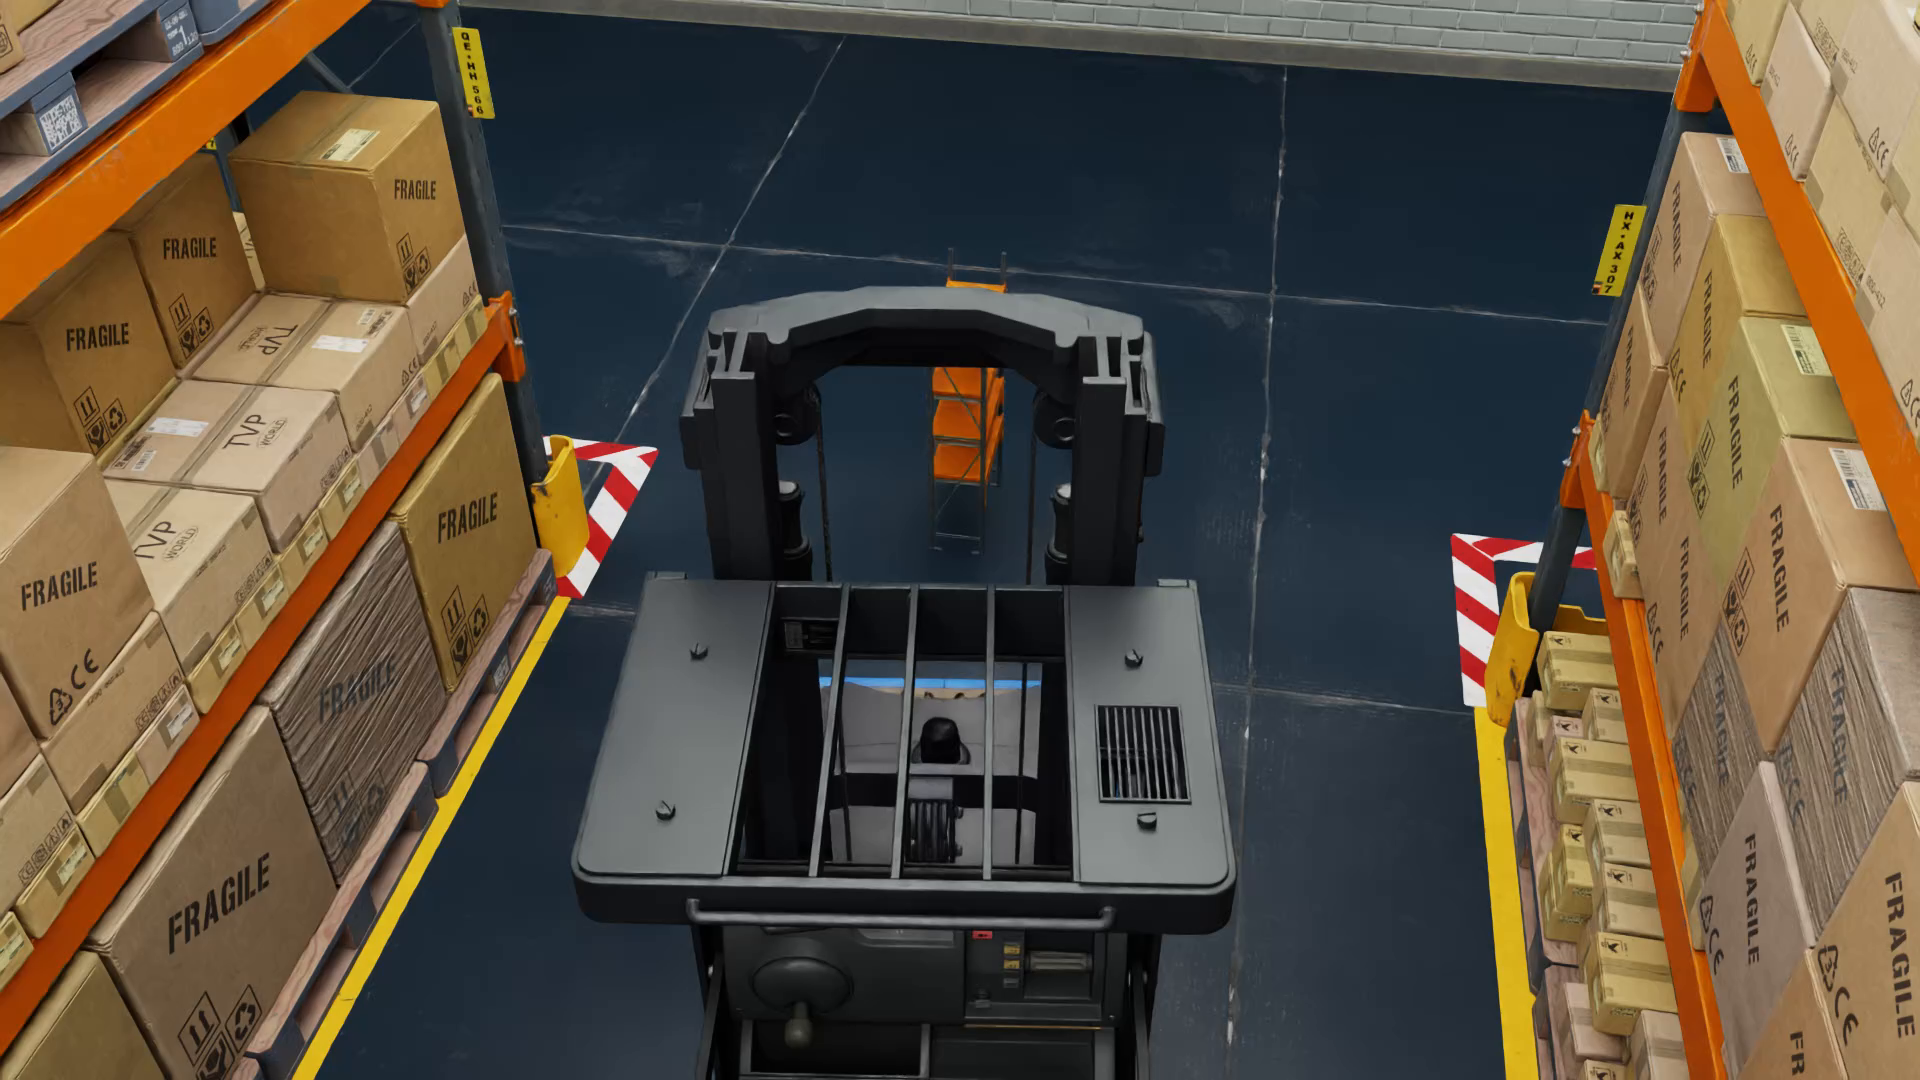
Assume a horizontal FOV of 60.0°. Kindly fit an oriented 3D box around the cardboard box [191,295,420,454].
[{"bbox_3d":[-2.127,-0.549,5.444,0.500,0.250,0.500,6,40,7],"label":"cardboard box"}]

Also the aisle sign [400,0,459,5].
[{"bbox_3d":[-1.908,-2.158,5.466,0.394,0.787,0.004,6,40,8],"label":"aisle sign"}]

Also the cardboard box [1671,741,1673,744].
[{"bbox_3d":[2.118,0.555,4.422,0.380,0.149,0.250,6,40,7],"label":"cardboard box"}]

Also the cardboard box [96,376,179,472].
[{"bbox_3d":[-2.739,-0.287,5.128,0.500,0.250,0.500,5,40,6],"label":"cardboard box"}]

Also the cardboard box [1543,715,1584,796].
[{"bbox_3d":[2.205,0.755,5.657,0.380,0.149,0.250,6,40,7],"label":"cardboard box"}]

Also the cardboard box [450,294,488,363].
[{"bbox_3d":[-1.954,-0.787,6.045,0.380,0.149,0.250,7,40,9],"label":"cardboard box"}]

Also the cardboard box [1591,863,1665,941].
[{"bbox_3d":[2.108,1.134,4.966,0.380,0.149,0.250,8,40,9],"label":"cardboard box"}]

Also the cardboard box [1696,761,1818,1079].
[{"bbox_3d":[1.943,0.851,3.554,0.500,0.500,0.500,6,40,7],"label":"cardboard box"}]

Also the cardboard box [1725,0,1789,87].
[{"bbox_3d":[2.322,-1.378,4.327,0.500,0.250,0.500,8,40,9],"label":"cardboard box"}]

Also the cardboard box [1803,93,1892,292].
[{"bbox_3d":[2.150,-0.723,3.535,0.500,0.250,0.500,5,40,6],"label":"cardboard box"}]

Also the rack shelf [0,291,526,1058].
[{"bbox_3d":[-2.562,0.389,4.991,1.077,0.370,4.000,6,40,8],"label":"rack shelf"}]

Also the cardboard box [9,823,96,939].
[{"bbox_3d":[-2.395,0.819,4.103,0.380,0.149,0.250,5,40,6],"label":"cardboard box"}]

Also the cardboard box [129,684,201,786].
[{"bbox_3d":[-2.306,0.501,4.487,0.380,0.149,0.250,7,40,8],"label":"cardboard box"}]

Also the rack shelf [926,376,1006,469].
[{"bbox_3d":[0.029,-0.514,7.036,0.258,0.148,0.480,6,40,8],"label":"rack shelf"}]

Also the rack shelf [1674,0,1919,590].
[{"bbox_3d":[2.305,-0.157,3.297,1.077,0.370,4.000,6,40,8],"label":"rack shelf"}]

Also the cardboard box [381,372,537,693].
[{"bbox_3d":[-2.248,-0.076,6.326,0.875,0.875,0.875,6,40,8],"label":"cardboard box"}]

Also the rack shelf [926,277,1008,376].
[{"bbox_3d":[0.029,-0.869,6.743,0.258,0.148,0.480,6,40,8],"label":"rack shelf"}]

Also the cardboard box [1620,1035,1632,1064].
[{"bbox_3d":[2.140,1.419,4.854,0.380,0.149,0.250,8,40,10],"label":"cardboard box"}]

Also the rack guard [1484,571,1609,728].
[{"bbox_3d":[2.638,0.478,6.280,1.175,0.500,0.348,6,40,8],"label":"rack guard"}]

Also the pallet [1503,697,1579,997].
[{"bbox_3d":[2.463,1.095,5.760,1.003,0.211,1.213,6,40,8],"label":"pallet"}]

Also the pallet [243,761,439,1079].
[{"bbox_3d":[-2.491,1.205,5.627,1.003,0.211,1.213,6,40,8],"label":"pallet"}]

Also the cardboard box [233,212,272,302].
[{"bbox_3d":[-2.565,-0.929,5.904,0.500,0.250,0.500,5,40,6],"label":"cardboard box"}]

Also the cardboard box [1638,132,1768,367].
[{"bbox_3d":[2.312,-0.820,4.791,0.500,0.500,0.500,6,40,7],"label":"cardboard box"}]

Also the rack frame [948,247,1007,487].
[{"bbox_3d":[0.071,-0.719,7.179,0.240,1.200,0.015,6,40,8],"label":"rack frame"}]

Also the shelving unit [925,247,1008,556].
[{"bbox_3d":[0.029,-0.566,6.993,0.258,1.200,0.503,6,40,8],"label":"shelving unit"}]

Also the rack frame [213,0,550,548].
[{"bbox_3d":[-2.216,-1.144,6.279,1.000,3.000,0.127,6,40,8],"label":"rack frame"}]

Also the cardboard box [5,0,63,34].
[{"bbox_3d":[-2.511,-1.537,3.914,0.700,0.500,0.500,4,40,5],"label":"cardboard box"}]

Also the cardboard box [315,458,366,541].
[{"bbox_3d":[-2.129,-0.146,5.270,0.380,0.149,0.250,6,40,7],"label":"cardboard box"}]

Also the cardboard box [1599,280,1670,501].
[{"bbox_3d":[2.302,-0.435,5.111,0.500,0.500,0.500,8,40,10],"label":"cardboard box"}]

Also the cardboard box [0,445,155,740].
[{"bbox_3d":[-2.396,0.113,4.055,0.500,0.500,0.500,5,40,6],"label":"cardboard box"}]

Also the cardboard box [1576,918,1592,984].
[{"bbox_3d":[2.142,1.346,5.176,0.380,0.149,0.250,6,40,8],"label":"cardboard box"}]

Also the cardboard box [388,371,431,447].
[{"bbox_3d":[-2.042,-0.466,5.656,0.380,0.149,0.250,6,40,8],"label":"cardboard box"}]

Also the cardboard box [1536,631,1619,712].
[{"bbox_3d":[2.226,0.465,5.774,0.380,0.149,0.250,5,40,6],"label":"cardboard box"}]

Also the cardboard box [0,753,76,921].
[{"bbox_3d":[-2.478,0.732,3.895,0.500,0.250,0.500,6,40,7],"label":"cardboard box"}]

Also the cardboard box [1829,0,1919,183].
[{"bbox_3d":[2.131,-0.934,3.397,0.500,0.250,0.500,7,40,8],"label":"cardboard box"}]

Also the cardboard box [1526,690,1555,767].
[{"bbox_3d":[2.245,0.697,5.961,0.380,0.149,0.250,7,40,9],"label":"cardboard box"}]

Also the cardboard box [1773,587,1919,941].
[{"bbox_3d":[1.961,0.469,3.232,0.500,0.500,0.500,7,40,9],"label":"cardboard box"}]

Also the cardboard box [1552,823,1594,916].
[{"bbox_3d":[2.098,1.067,5.279,0.380,0.149,0.250,8,40,9],"label":"cardboard box"}]

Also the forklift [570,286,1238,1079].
[{"bbox_3d":[-0.083,1.055,3.674,1.130,2.935,3.031,1,40,1],"label":"forklift"}]

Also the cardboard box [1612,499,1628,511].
[{"bbox_3d":[2.269,-0.105,5.220,0.380,0.149,0.250,8,40,9],"label":"cardboard box"}]

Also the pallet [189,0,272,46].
[{"bbox_3d":[-2.334,-1.799,4.787,1.003,0.211,1.213,6,40,8],"label":"pallet"}]

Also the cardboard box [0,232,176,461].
[{"bbox_3d":[-2.736,-0.579,4.892,0.500,0.500,0.500,5,40,6],"label":"cardboard box"}]

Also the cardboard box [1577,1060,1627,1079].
[{"bbox_3d":[1.991,1.669,4.785,0.380,0.149,0.250,6,40,8],"label":"cardboard box"}]

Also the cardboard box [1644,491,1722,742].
[{"bbox_3d":[2.137,0.209,4.331,0.500,0.500,0.500,7,40,8],"label":"cardboard box"}]

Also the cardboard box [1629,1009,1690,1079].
[{"bbox_3d":[2.069,1.462,4.569,0.380,0.149,0.250,6,40,8],"label":"cardboard box"}]

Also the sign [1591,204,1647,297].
[{"bbox_3d":[2.117,-0.927,5.338,0.100,0.325,0.005,6,40,8],"label":"sign"}]

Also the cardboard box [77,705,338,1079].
[{"bbox_3d":[-2.560,1.053,4.960,0.875,0.875,0.875,6,40,8],"label":"cardboard box"}]

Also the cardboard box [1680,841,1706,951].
[{"bbox_3d":[1.978,0.879,4.029,0.380,0.149,0.250,7,40,9],"label":"cardboard box"}]

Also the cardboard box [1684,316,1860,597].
[{"bbox_3d":[2.119,-0.178,4.015,0.500,0.500,0.500,6,40,7],"label":"cardboard box"}]

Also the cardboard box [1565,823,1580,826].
[{"bbox_3d":[2.245,1.027,5.562,0.380,0.149,0.250,7,40,8],"label":"cardboard box"}]

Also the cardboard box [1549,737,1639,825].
[{"bbox_3d":[2.127,0.796,5.374,0.380,0.149,0.250,6,40,8],"label":"cardboard box"}]

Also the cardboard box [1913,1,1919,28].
[{"bbox_3d":[2.068,-0.999,3.162,0.380,0.149,0.250,8,40,9],"label":"cardboard box"}]

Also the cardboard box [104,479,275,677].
[{"bbox_3d":[-2.301,0.098,4.662,0.500,0.250,0.500,6,40,8],"label":"cardboard box"}]

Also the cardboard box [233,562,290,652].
[{"bbox_3d":[-2.218,0.172,4.885,0.380,0.149,0.250,7,40,9],"label":"cardboard box"}]

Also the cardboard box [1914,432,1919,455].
[{"bbox_3d":[1.963,-0.090,2.769,0.500,0.250,0.500,6,40,7],"label":"cardboard box"}]
